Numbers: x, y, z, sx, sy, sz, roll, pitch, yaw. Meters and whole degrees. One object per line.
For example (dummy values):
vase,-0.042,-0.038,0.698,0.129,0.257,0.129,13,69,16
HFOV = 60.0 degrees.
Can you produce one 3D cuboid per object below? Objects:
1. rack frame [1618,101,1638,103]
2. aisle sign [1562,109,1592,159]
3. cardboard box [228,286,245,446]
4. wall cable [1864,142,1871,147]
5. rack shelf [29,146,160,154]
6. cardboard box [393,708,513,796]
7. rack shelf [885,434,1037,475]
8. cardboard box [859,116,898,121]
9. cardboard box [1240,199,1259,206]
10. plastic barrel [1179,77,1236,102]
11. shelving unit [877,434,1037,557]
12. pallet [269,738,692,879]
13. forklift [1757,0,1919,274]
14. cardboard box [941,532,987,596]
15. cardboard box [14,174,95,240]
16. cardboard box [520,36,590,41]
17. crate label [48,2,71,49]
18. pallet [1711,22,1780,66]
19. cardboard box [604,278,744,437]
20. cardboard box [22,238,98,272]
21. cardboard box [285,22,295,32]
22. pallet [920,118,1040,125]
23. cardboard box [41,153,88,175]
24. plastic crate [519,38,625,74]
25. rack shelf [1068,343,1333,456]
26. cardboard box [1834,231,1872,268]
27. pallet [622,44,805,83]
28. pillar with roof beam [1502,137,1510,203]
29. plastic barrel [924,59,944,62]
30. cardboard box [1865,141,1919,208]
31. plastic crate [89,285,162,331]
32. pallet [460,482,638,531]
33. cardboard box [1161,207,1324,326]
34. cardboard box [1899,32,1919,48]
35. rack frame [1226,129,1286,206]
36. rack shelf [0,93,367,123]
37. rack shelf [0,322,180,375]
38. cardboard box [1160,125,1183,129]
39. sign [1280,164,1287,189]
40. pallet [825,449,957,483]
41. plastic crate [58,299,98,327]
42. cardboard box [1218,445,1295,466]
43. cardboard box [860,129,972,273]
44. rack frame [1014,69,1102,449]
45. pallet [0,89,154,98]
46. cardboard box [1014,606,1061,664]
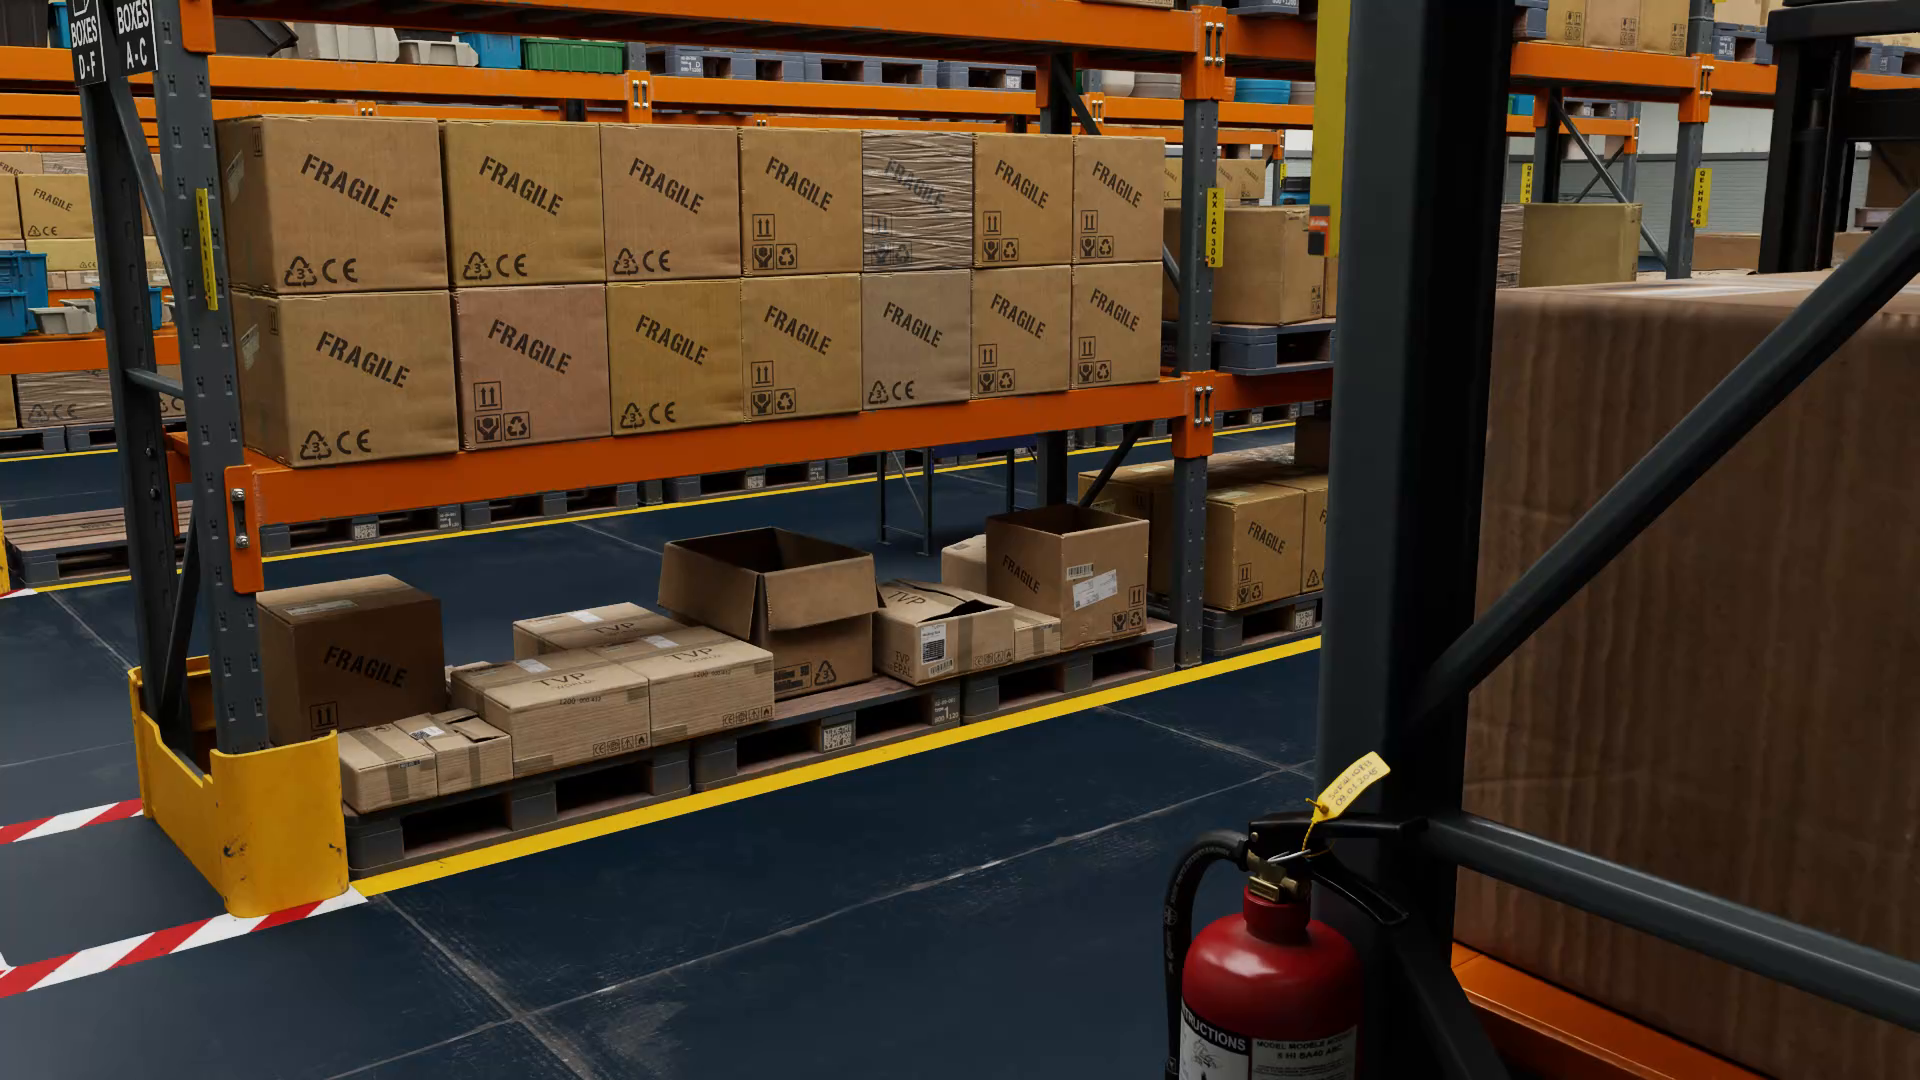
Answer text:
rack frame,7.003,-6.273,17.988,0.127,3.000,1.000,-9,15,-38
aisle sign,6.877,-4.666,18.609,0.004,0.787,0.394,-9,15,-38
cardboard box,-2.219,-0.609,5.520,0.500,0.500,0.500,-9,15,-36
wall cable,25.978,-13.726,44.902,0.169,6.003,2.305,-9,15,-38
rack shelf,-13.194,-6.371,27.406,4.000,0.370,1.077,-9,15,-38
cardboard box,-1.662,0.682,5.443,0.250,0.166,0.380,-9,15,-38
rack shelf,0.067,-0.569,10.047,1.000,0.185,0.538,-9,15,-38
cardboard box,-1.015,-4.652,17.938,0.500,0.250,0.500,-9,15,-36
cardboard box,3.463,-4.269,22.038,0.500,0.500,0.875,-9,15,-38
plastic barrel,2.044,-4.133,14.103,0.708,0.830,0.600,-9,15,-38
shelving unit,0.067,-0.745,10.010,1.048,1.500,0.538,-9,15,-38
pallet,-1.717,0.793,5.873,1.213,0.211,1.003,-9,15,-38
forklift,4.088,-0.835,6.990,3.031,2.935,1.130,-9,15,-36
cardboard box,0.262,0.142,7.635,0.500,0.311,0.500,-9,15,-38
cardboard box,-7.250,-2.656,13.238,0.500,0.500,0.500,-10,16,-39
cardboard box,-3.919,-4.558,15.876,0.637,0.503,0.797,-10,15,-38
crate label,-4.568,-2.724,8.855,0.502,0.251,0.408,-9,15,-38
pallet,4.322,-2.973,10.128,1.003,0.211,1.213,-9,15,-35
cardboard box,-1.094,-0.654,5.732,0.500,0.500,0.500,-9,15,-38
cardboard box,-7.245,-2.289,13.316,0.500,0.250,0.500,-10,16,-40
cardboard box,-6.035,-4.243,14.162,0.500,0.500,0.700,-11,16,-41
pallet,0.237,-4.935,19.363,1.003,0.211,1.213,-9,15,-38
cardboard box,-9.488,-3.848,17.651,0.500,0.500,0.500,-9,15,-36
plastic crate,-2.509,-3.041,10.499,0.662,0.188,0.450,-9,15,-38
rack shelf,2.286,-0.885,8.790,4.000,0.370,1.077,-9,15,-38
cardboard box,5.950,-1.899,11.592,0.500,0.500,0.500,-8,14,-34
pallet,-1.816,-3.273,11.540,1.003,0.211,1.213,-9,15,-38
pillar with roof beam,19.623,-12.738,48.438,0.548,9.000,9.100,-9,15,-38
plastic barrel,-0.214,-3.796,12.912,0.294,0.245,0.294,0,12,0
cardboard box,7.314,-2.757,12.512,0.500,0.500,0.700,-9,15,-37
plastic crate,-4.578,-1.273,9.147,0.300,0.233,0.416,-9,15,-38
pallet,-2.917,-0.315,11.089,1.213,0.211,1.003,-9,15,-38
cardboard box,1.234,-1.257,7.557,0.700,0.500,0.500,7,14,31
cardboard box,6.484,-3.536,11.673,0.500,0.250,0.500,-8,14,-32
rack frame,3.909,-4.141,22.395,0.127,3.000,1.000,-9,15,-38
rack shelf,-7.023,-3.440,13.603,4.000,0.370,1.077,-9,15,-38
rack shelf,-3.929,-1.169,10.131,4.000,0.370,1.077,-9,15,-38
cardboard box,2.509,-5.235,20.685,0.500,0.250,0.500,-10,15,-39
sign,4.240,-4.770,21.806,0.005,0.325,0.100,-9,15,-38
pallet,-0.785,-0.669,12.758,1.213,0.211,1.003,-9,15,-38
plastic crate,-4.967,-1.297,9.492,0.243,0.136,0.396,-9,15,-38
cardboard box,1.714,-0.208,8.829,0.500,0.500,0.500,-9,15,-37
cardboard box,-0.300,-1.275,6.249,0.500,0.500,0.500,-9,15,-37
rack frame,0.757,-2.300,13.723,0.127,3.000,1.000,-9,15,-38
pallet,-7.058,-3.746,13.526,1.213,0.211,1.003,-9,15,-38
cardboard box,0.202,0.381,6.903,0.250,0.149,0.380,-9,15,-38
